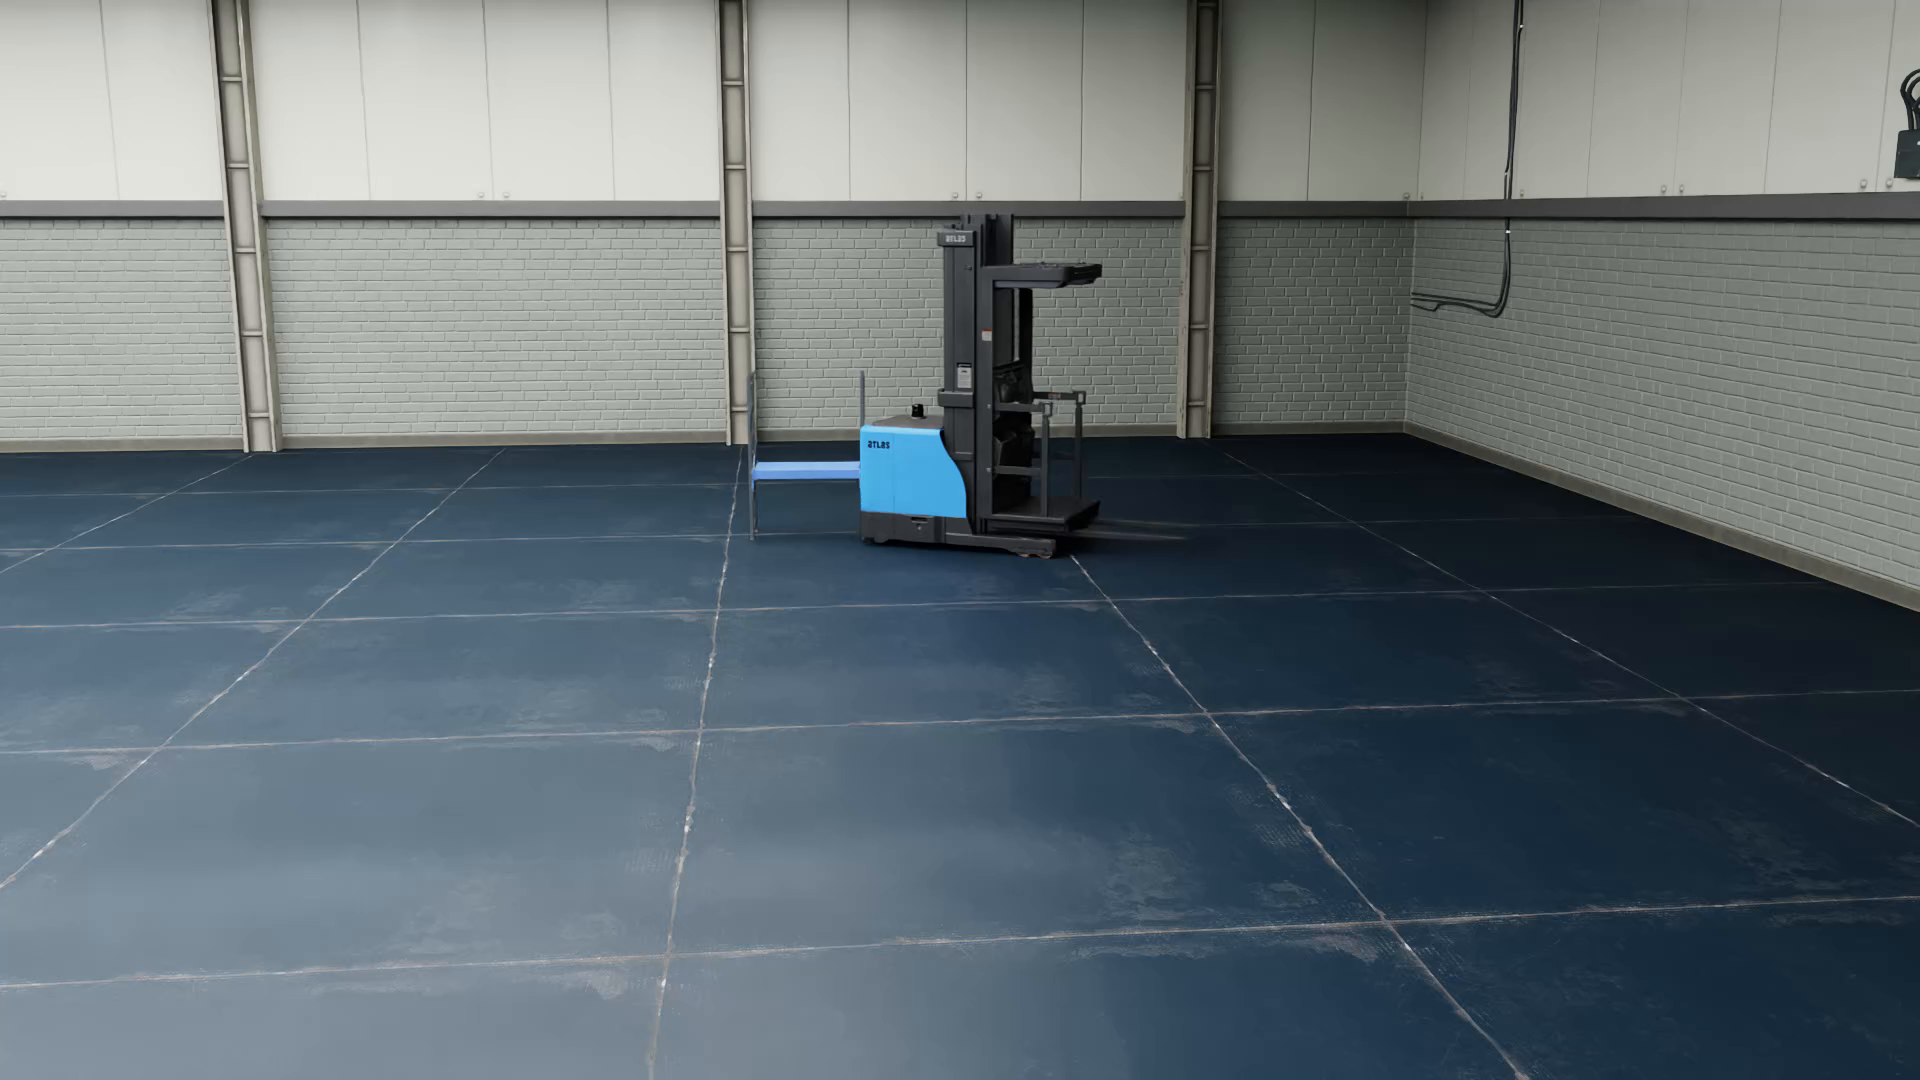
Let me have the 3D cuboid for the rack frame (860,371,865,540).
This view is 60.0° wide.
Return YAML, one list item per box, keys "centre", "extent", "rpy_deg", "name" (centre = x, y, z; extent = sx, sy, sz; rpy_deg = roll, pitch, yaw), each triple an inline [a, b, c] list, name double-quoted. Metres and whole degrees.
- centre: [-0.899, -0.789, 15.373]
  extent: [0.032, 1.500, 0.500]
  rpy_deg: [-1, 11, -3]
  name: "rack frame"

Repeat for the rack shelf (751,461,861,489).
- centre: [-1.407, -0.607, 15.383]
  extent: [1.000, 0.185, 0.538]
  rpy_deg: [-1, 11, -3]
  name: "rack shelf"

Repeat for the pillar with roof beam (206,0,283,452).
- centre: [-8.335, -4.725, 15.957]
  extent: [0.400, 9.000, 9.100]
  rpy_deg: [-1, 11, -6]
  name: "pillar with roof beam"

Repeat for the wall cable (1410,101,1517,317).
- centre: [6.201, -4.085, 20.749]
  extent: [0.112, 2.526, 3.097]
  rpy_deg: [-1, 11, -6]
  name: "wall cable"

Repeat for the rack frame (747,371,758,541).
- centre: [-1.914, -0.779, 15.324]
  extent: [0.032, 1.500, 0.500]
  rpy_deg: [-1, 11, -3]
  name: "rack frame"

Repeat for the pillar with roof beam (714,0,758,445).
- centre: [-2.371, -4.850, 16.592]
  extent: [0.400, 9.000, 9.100]
  rpy_deg: [-1, 11, -6]
  name: "pillar with roof beam"

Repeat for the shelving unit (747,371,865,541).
- centre: [-1.407, -0.784, 15.349]
  extent: [1.048, 1.500, 0.538]
  rpy_deg: [-1, 11, -3]
  name: "shelving unit"

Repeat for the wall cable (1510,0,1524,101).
- centre: [6.493, -6.044, 17.623]
  extent: [0.112, 2.526, 3.097]
  rpy_deg: [-1, 11, -6]
  name: "wall cable"

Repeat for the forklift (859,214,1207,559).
- centre: [0.660, -1.390, 14.721]
  extent: [3.031, 2.935, 1.130]
  rpy_deg: [4, 12, 20]
  name: "forklift"

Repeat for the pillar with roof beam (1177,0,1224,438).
- centre: [3.594, -4.975, 17.228]
  extent: [0.400, 9.000, 9.100]
  rpy_deg: [-1, 11, -6]
  name: "pillar with roof beam"

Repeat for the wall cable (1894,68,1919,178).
- centre: [7.210, -5.456, 10.859]
  extent: [0.169, 6.003, 2.305]
  rpy_deg: [-1, 11, -6]
  name: "wall cable"
